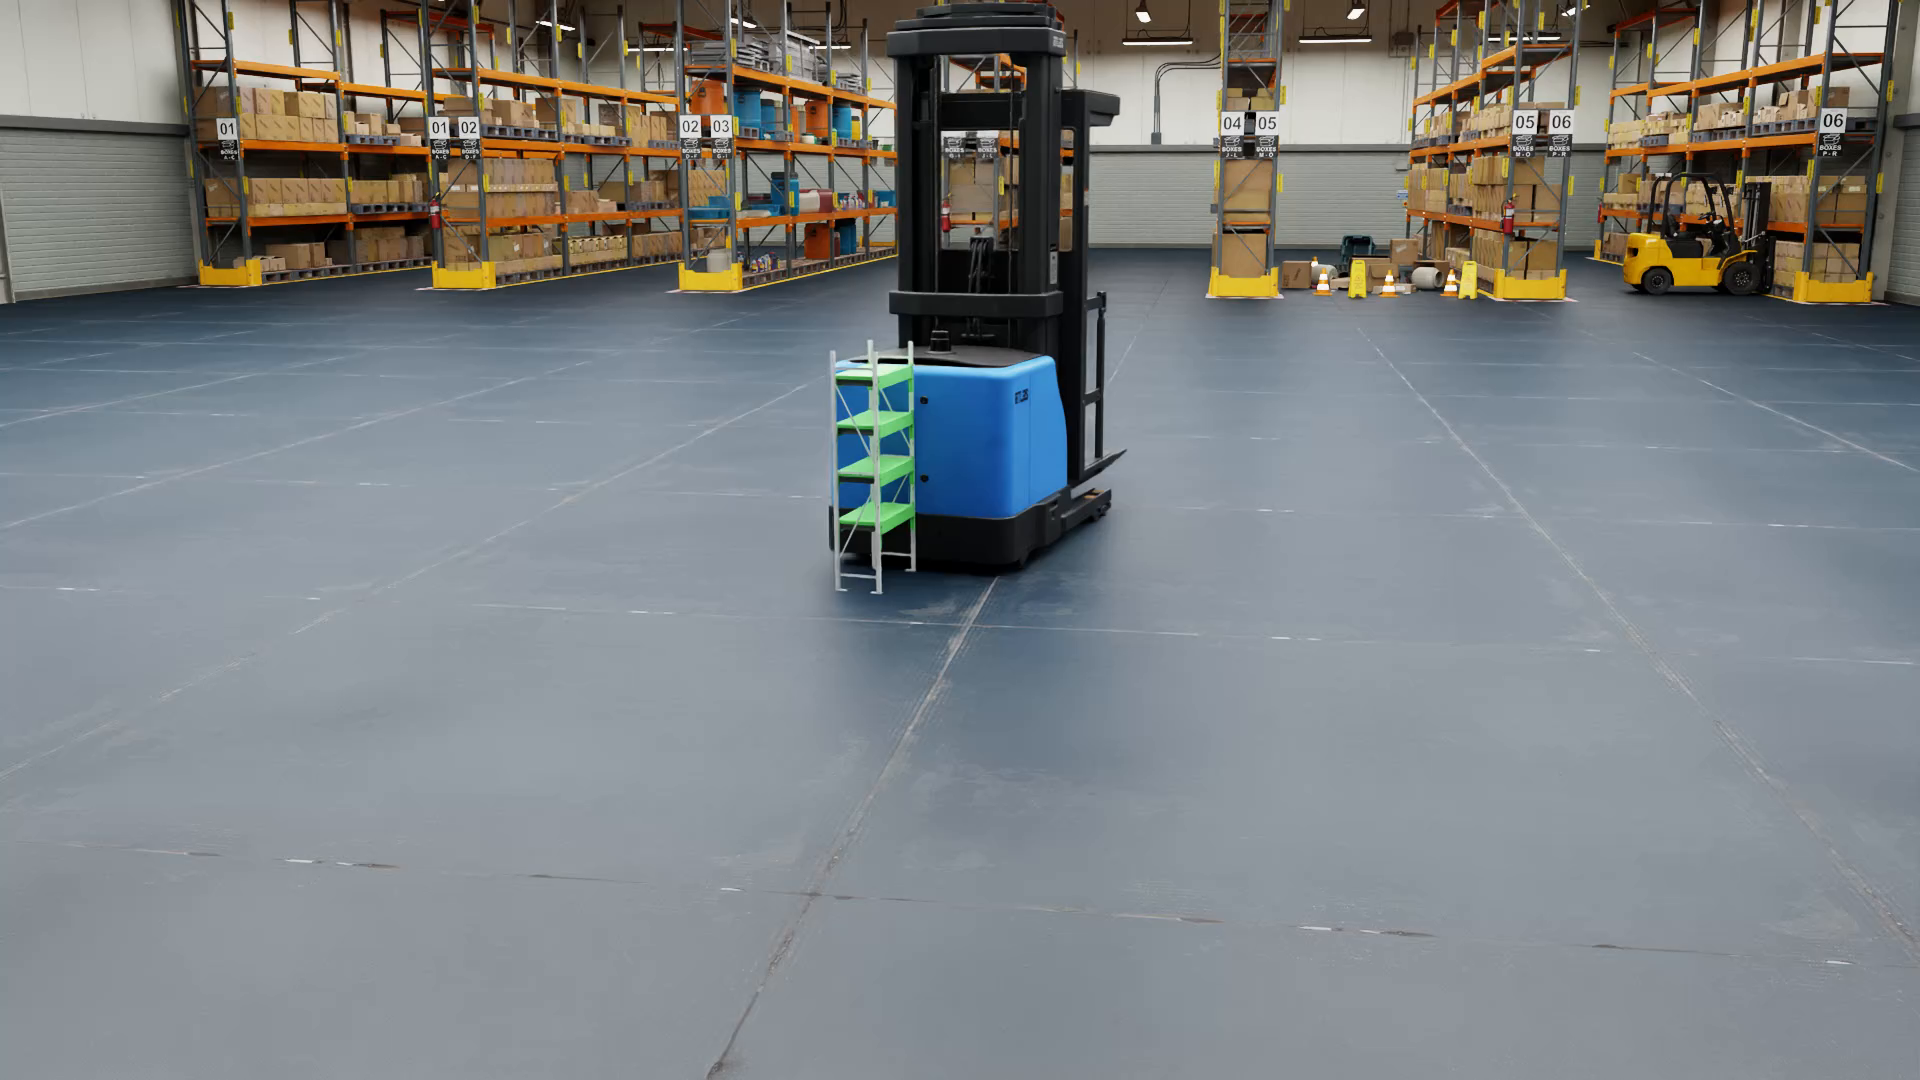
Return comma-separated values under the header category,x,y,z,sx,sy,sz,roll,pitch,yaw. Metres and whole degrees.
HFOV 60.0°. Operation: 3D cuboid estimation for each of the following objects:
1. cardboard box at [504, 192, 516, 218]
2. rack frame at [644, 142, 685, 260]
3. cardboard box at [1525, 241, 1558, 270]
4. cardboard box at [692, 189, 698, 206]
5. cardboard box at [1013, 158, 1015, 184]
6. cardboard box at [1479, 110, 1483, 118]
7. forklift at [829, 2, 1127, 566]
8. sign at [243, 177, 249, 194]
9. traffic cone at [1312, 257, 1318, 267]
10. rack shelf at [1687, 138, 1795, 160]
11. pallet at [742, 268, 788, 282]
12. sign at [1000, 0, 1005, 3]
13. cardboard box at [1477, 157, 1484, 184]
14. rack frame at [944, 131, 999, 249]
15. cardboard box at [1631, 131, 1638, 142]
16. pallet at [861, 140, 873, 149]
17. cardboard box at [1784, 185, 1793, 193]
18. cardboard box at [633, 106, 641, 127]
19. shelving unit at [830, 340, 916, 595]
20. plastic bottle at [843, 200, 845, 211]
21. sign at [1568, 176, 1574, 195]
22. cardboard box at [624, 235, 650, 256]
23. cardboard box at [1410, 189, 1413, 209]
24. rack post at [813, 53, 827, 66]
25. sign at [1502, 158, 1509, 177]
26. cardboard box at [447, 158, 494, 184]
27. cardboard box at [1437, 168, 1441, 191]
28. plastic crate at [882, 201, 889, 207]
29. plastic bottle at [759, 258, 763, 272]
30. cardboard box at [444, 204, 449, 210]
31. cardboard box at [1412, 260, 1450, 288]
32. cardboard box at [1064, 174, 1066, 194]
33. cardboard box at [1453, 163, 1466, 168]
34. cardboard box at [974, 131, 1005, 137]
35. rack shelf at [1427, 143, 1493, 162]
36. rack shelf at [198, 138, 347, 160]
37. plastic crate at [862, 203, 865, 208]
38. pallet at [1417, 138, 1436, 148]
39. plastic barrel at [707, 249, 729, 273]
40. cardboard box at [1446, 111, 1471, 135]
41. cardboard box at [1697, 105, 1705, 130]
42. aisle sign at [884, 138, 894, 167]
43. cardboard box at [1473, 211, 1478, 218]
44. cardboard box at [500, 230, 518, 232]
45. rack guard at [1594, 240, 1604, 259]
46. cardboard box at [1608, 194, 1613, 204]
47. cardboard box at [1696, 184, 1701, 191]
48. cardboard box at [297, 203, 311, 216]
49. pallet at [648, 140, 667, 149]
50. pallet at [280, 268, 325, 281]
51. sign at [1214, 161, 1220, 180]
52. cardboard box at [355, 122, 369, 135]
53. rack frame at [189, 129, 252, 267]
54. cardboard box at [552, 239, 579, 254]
category,x,y,z,sx,sy,sz,roll,pitch,yaw
cardboard box,-9.336,-6.716,33.297,0.700,0.500,0.500,2,12,9
rack frame,-7.733,-8.855,43.463,1.000,3.000,0.127,2,12,9
cardboard box,10.402,-5.106,29.816,0.500,0.500,0.500,1,12,7
cardboard box,-7.310,-9.108,44.399,0.500,0.500,0.500,2,12,10
cardboard box,0.793,-7.136,32.171,0.500,0.500,0.500,2,12,9
cardboard box,10.246,-8.225,32.124,0.380,0.149,0.250,2,12,8
forklift,0.289,-1.566,9.804,1.130,2.935,3.031,5,13,20
sign,-13.938,-6.923,32.440,0.100,0.325,0.005,2,12,9
traffic cone,7.408,-5.677,34.735,0.336,0.463,0.334,2,12,9
rack shelf,15.829,-7.918,33.702,1.077,0.370,4.000,2,12,9
pallet,-4.214,-5.527,34.639,1.003,0.211,1.213,2,12,9
sign,0.746,-9.446,29.558,0.100,0.325,0.005,2,12,9
cardboard box,10.131,-6.936,31.242,0.700,0.500,0.500,2,12,7
rack frame,0.209,-6.035,30.379,1.000,3.000,0.127,2,12,9
cardboard box,16.649,-9.808,40.413,0.500,0.250,0.500,1,12,7
pallet,-2.863,-9.902,41.647,1.213,0.211,1.003,2,12,9
cardboard box,14.837,-6.216,29.440,0.380,0.149,0.250,1,12,7
cardboard box,-8.118,-10.329,40.573,0.500,0.500,0.500,2,12,9
shelving unit,-0.430,-0.377,8.371,0.258,1.200,0.503,4,14,18
plastic bottle,-2.846,-8.142,40.457,0.097,0.271,0.097,0,12,0
sign,10.538,-6.120,28.716,0.100,0.325,0.005,2,12,9
cardboard box,-7.921,-7.210,40.720,0.500,0.500,0.500,1,12,7
cardboard box,12.054,-8.897,43.420,0.500,0.500,0.500,2,12,8
rack post,-3.431,-11.211,38.932,0.624,0.289,0.986,2,12,9
sign,9.456,-6.457,28.837,0.100,0.325,0.005,2,12,9
cardboard box,-9.486,-7.148,32.225,0.700,0.500,0.500,2,12,9
cardboard box,11.207,-8.244,38.015,0.500,0.500,0.500,2,12,9
plastic crate,-2.170,-9.251,45.785,0.396,0.136,0.243,2,12,9
plastic bottle,-4.030,-5.537,33.497,0.097,0.271,0.097,0,12,0
cardboard box,-12.792,-8.235,41.134,0.380,0.149,0.250,2,12,10
cardboard box,9.107,-5.147,32.185,0.500,0.500,0.500,-10,16,-40
cardboard box,2.465,-9.166,42.774,0.500,0.500,0.500,2,12,9
cardboard box,12.152,-9.124,40.562,0.380,0.149,0.250,2,12,8
cardboard box,0.539,-7.520,30.505,0.500,0.250,0.500,2,12,10
rack shelf,11.539,-8.911,38.308,1.077,0.370,4.000,2,12,9
rack shelf,-14.166,-8.048,34.305,1.077,0.370,4.000,2,12,9
plastic crate,-2.626,-8.687,43.164,0.396,0.136,0.243,2,12,9
pallet,12.173,-10.059,42.137,1.003,0.211,1.213,2,12,9
plastic barrel,-4.659,-5.325,31.989,0.421,0.512,0.421,0,12,0
cardboard box,11.141,-9.185,36.632,0.797,0.503,0.637,1,12,5
cardboard box,15.785,-8.846,34.829,0.500,0.500,0.500,2,12,9
aisle sign,-1.923,-10.803,46.330,0.394,0.787,0.004,2,12,9
cardboard box,10.251,-6.369,32.523,0.380,0.149,0.250,2,12,8
cardboard box,-12.412,-8.151,45.130,0.700,0.500,0.500,2,12,9
rack guard,17.356,-7.647,43.791,1.175,0.500,0.348,2,12,9
cardboard box,16.954,-8.766,42.701,0.500,0.250,0.500,2,12,9
cardboard box,15.743,-7.419,35.021,0.380,0.149,0.250,2,12,10
cardboard box,-13.855,-6.864,34.533,0.500,0.250,0.500,2,12,9
pallet,-8.059,-9.880,41.545,1.213,0.211,1.003,2,12,9
pallet,-14.112,-5.591,34.935,1.003,0.211,1.213,2,12,9
sign,4.561,-6.556,29.484,0.100,0.325,0.005,2,12,9
cardboard box,-13.601,-9.217,37.237,0.500,0.311,0.500,2,12,10
rack frame,-14.474,-6.517,32.613,1.000,3.000,0.127,2,12,9
cardboard box,-8.654,-6.403,36.284,0.500,0.311,0.500,2,12,9
